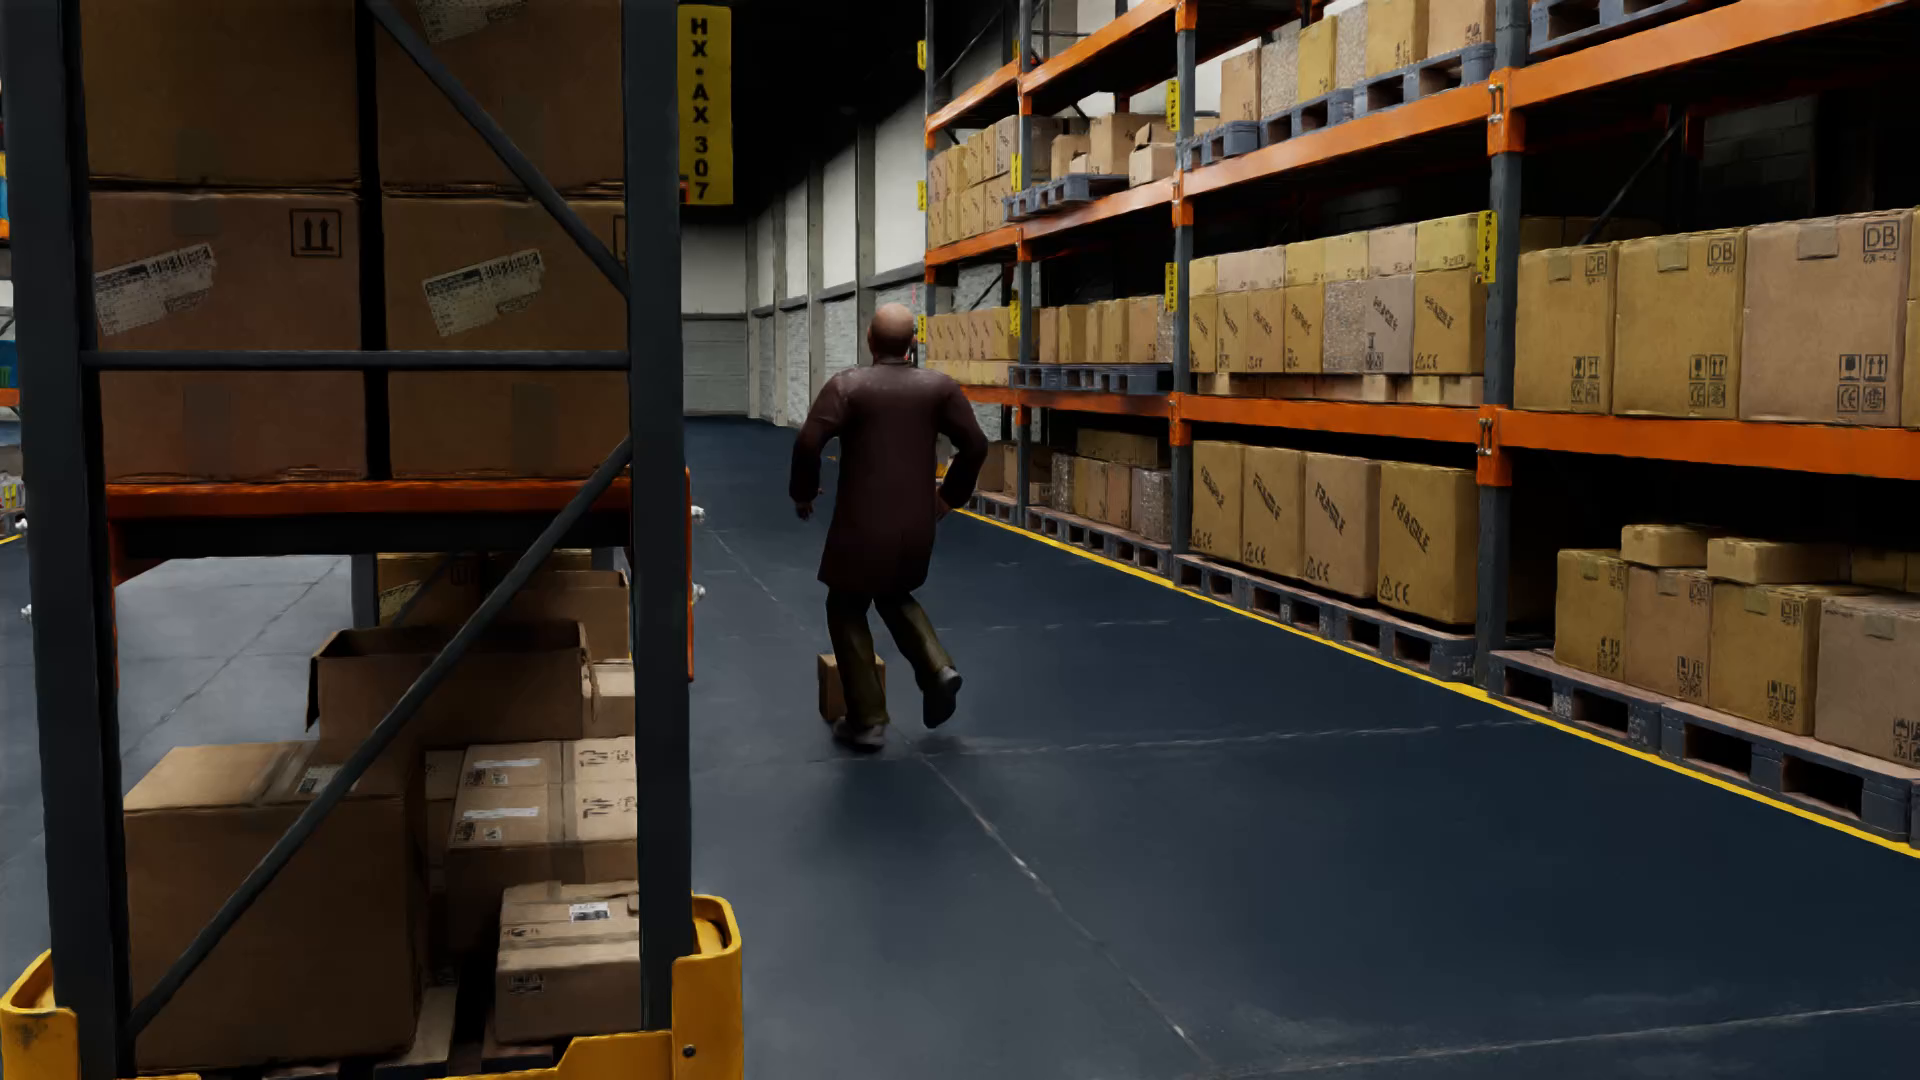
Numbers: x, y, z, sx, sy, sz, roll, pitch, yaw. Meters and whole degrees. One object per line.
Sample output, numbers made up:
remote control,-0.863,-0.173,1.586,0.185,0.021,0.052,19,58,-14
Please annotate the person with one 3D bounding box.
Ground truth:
person,-0.322,-0.058,6.589,0.785,1.747,0.517,-3,7,-29
